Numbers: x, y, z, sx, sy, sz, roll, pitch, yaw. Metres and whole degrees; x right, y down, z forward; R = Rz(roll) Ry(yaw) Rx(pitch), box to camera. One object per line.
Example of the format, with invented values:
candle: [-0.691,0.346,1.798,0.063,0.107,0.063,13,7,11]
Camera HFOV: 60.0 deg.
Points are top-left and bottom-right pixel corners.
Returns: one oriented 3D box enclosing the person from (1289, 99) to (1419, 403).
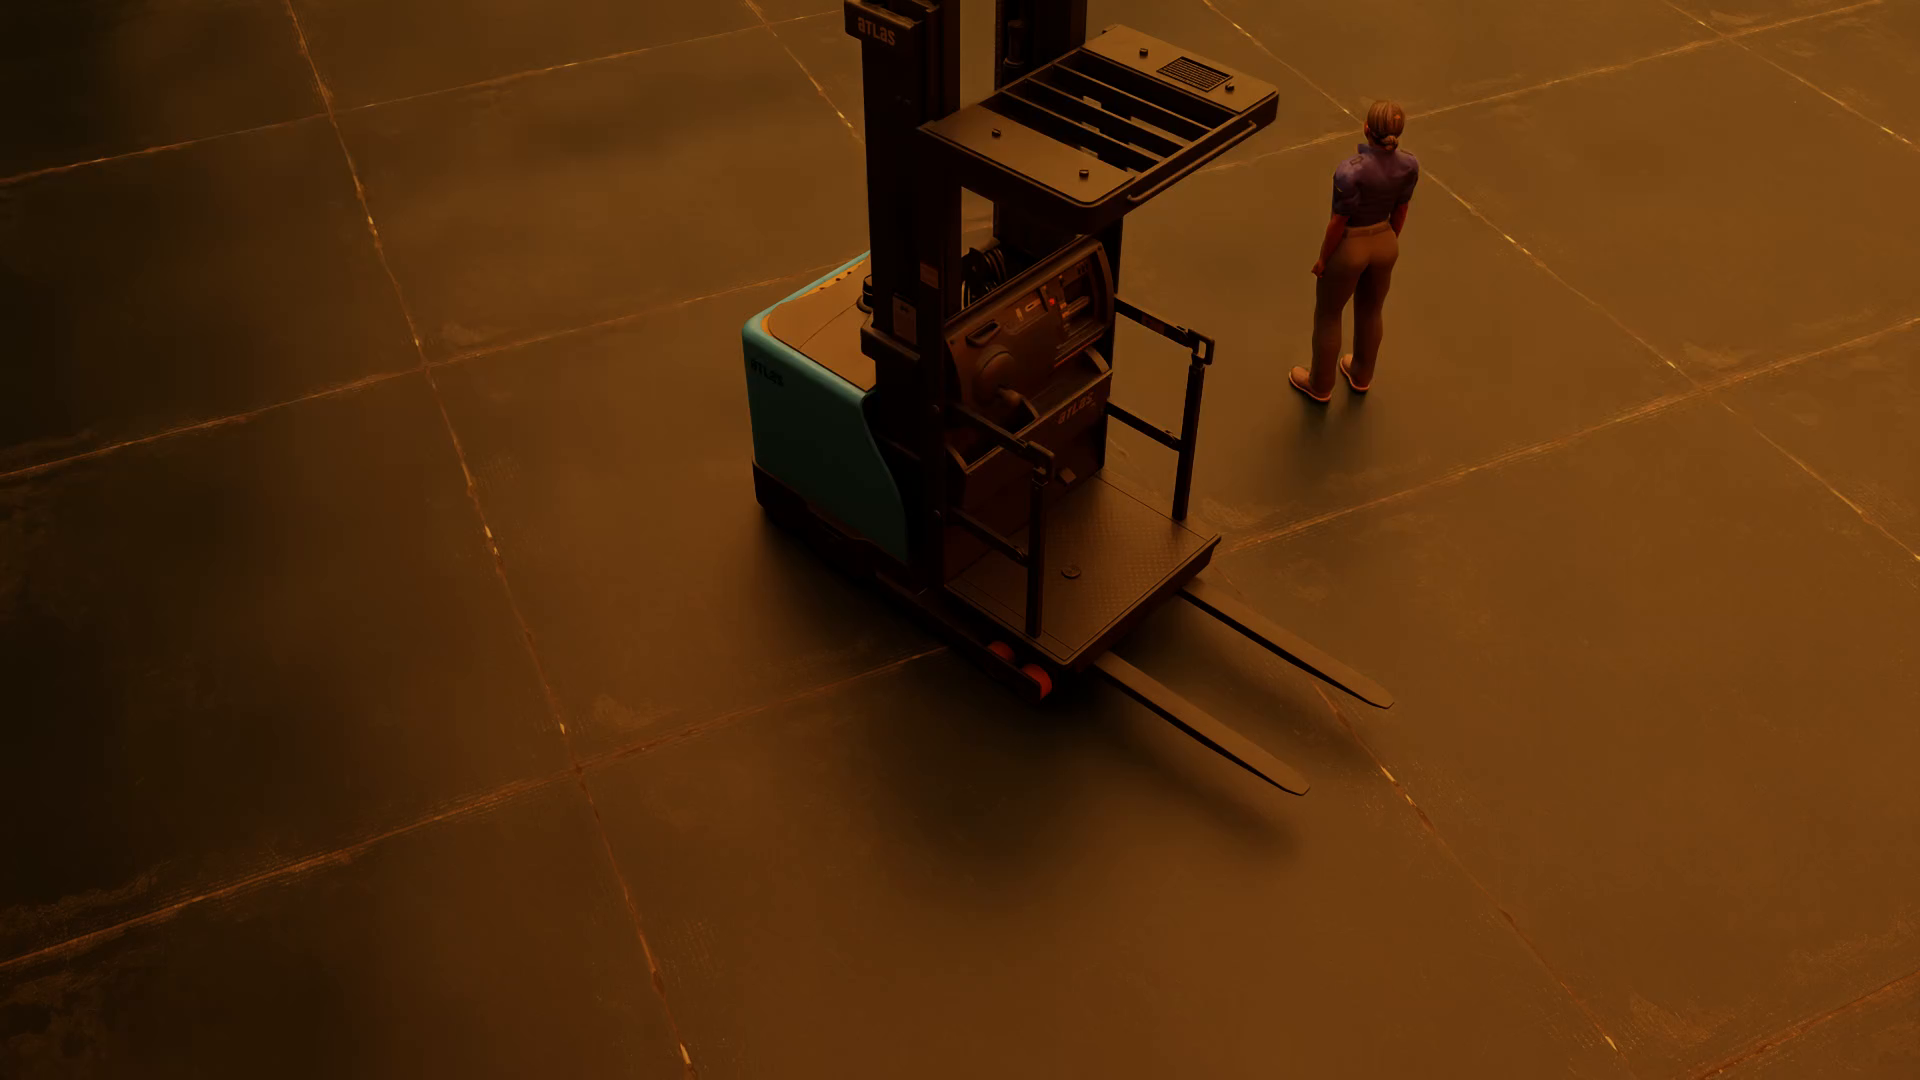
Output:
person: [1.943,-1.414,8.132,0.446,1.660,0.341,-13,45,-14]

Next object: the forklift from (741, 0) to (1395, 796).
forklift: [0.445,-0.788,6.525,3.031,2.935,1.130,32,52,30]
